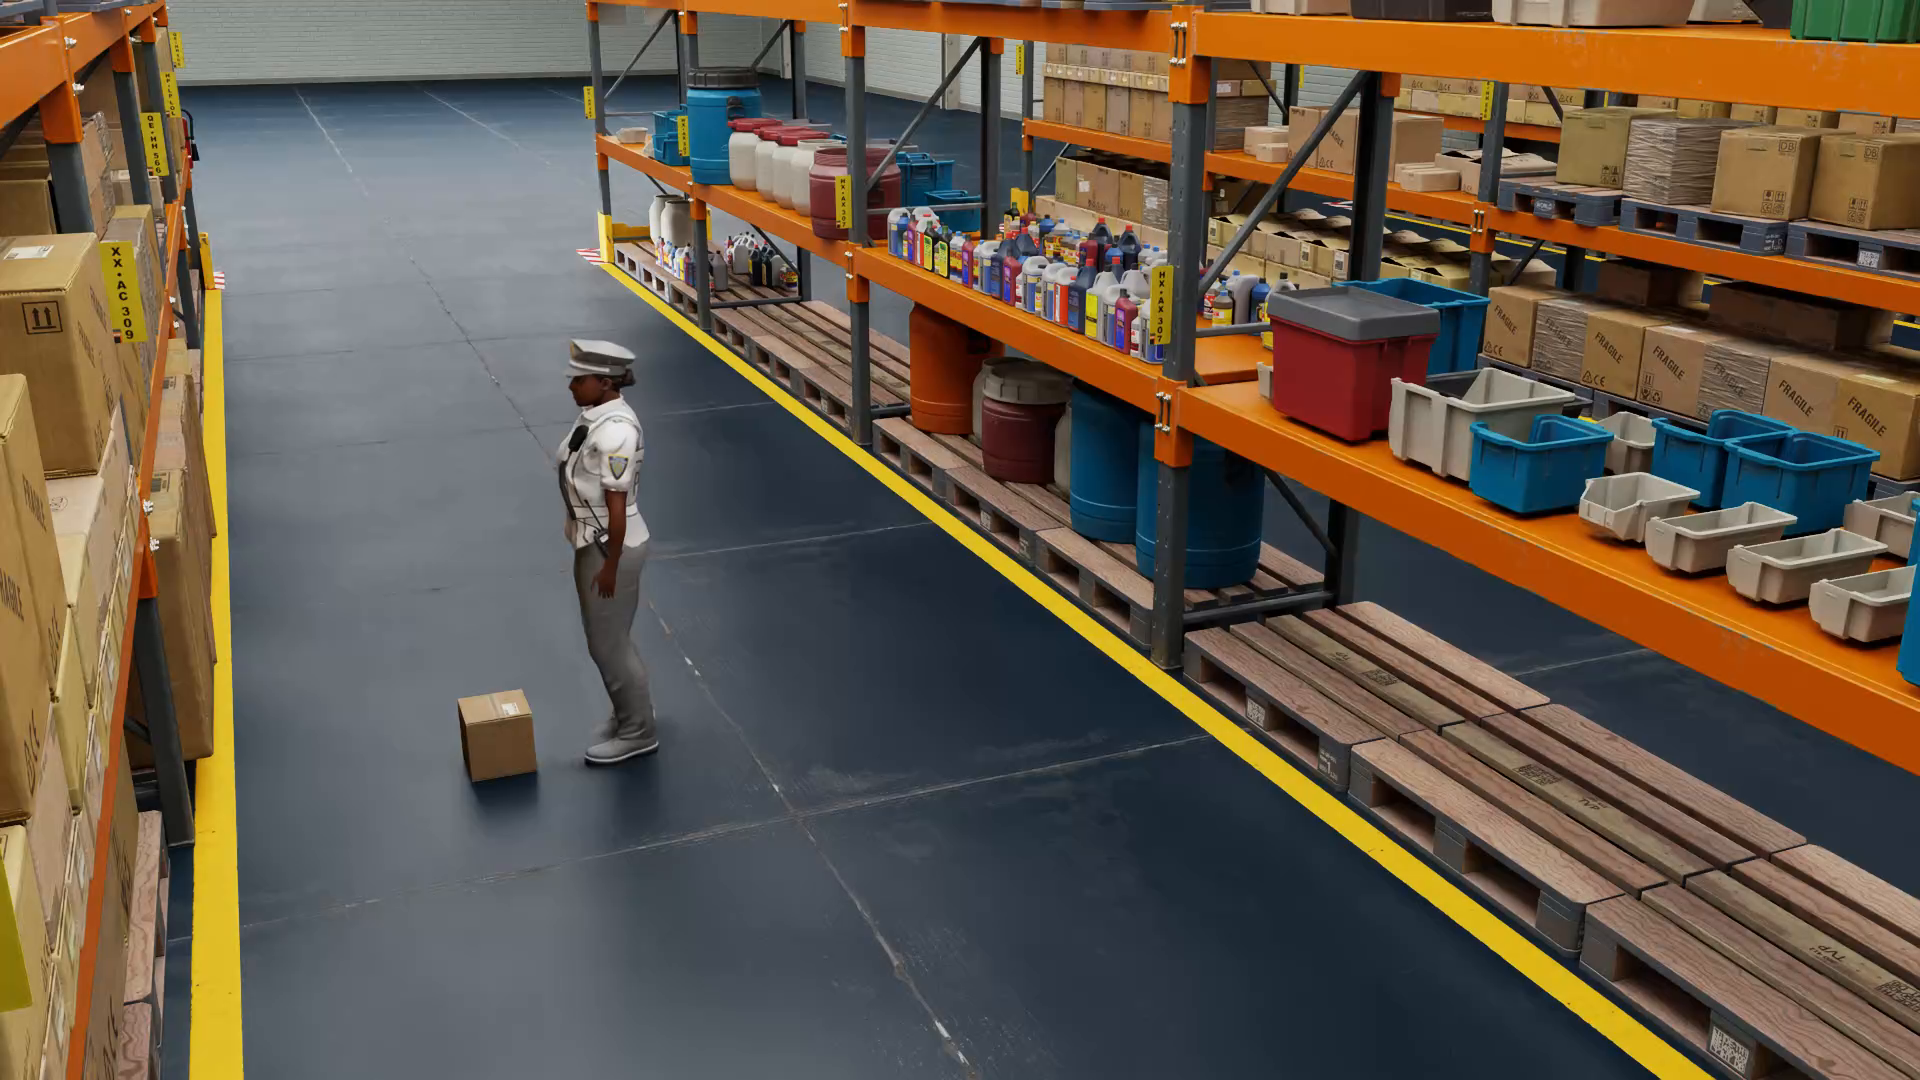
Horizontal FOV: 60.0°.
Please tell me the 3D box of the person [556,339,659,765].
[{"bbox_3d":[-1.371,0.058,6.446,0.343,1.713,0.436,-7,20,-21],"label":"person"}]
